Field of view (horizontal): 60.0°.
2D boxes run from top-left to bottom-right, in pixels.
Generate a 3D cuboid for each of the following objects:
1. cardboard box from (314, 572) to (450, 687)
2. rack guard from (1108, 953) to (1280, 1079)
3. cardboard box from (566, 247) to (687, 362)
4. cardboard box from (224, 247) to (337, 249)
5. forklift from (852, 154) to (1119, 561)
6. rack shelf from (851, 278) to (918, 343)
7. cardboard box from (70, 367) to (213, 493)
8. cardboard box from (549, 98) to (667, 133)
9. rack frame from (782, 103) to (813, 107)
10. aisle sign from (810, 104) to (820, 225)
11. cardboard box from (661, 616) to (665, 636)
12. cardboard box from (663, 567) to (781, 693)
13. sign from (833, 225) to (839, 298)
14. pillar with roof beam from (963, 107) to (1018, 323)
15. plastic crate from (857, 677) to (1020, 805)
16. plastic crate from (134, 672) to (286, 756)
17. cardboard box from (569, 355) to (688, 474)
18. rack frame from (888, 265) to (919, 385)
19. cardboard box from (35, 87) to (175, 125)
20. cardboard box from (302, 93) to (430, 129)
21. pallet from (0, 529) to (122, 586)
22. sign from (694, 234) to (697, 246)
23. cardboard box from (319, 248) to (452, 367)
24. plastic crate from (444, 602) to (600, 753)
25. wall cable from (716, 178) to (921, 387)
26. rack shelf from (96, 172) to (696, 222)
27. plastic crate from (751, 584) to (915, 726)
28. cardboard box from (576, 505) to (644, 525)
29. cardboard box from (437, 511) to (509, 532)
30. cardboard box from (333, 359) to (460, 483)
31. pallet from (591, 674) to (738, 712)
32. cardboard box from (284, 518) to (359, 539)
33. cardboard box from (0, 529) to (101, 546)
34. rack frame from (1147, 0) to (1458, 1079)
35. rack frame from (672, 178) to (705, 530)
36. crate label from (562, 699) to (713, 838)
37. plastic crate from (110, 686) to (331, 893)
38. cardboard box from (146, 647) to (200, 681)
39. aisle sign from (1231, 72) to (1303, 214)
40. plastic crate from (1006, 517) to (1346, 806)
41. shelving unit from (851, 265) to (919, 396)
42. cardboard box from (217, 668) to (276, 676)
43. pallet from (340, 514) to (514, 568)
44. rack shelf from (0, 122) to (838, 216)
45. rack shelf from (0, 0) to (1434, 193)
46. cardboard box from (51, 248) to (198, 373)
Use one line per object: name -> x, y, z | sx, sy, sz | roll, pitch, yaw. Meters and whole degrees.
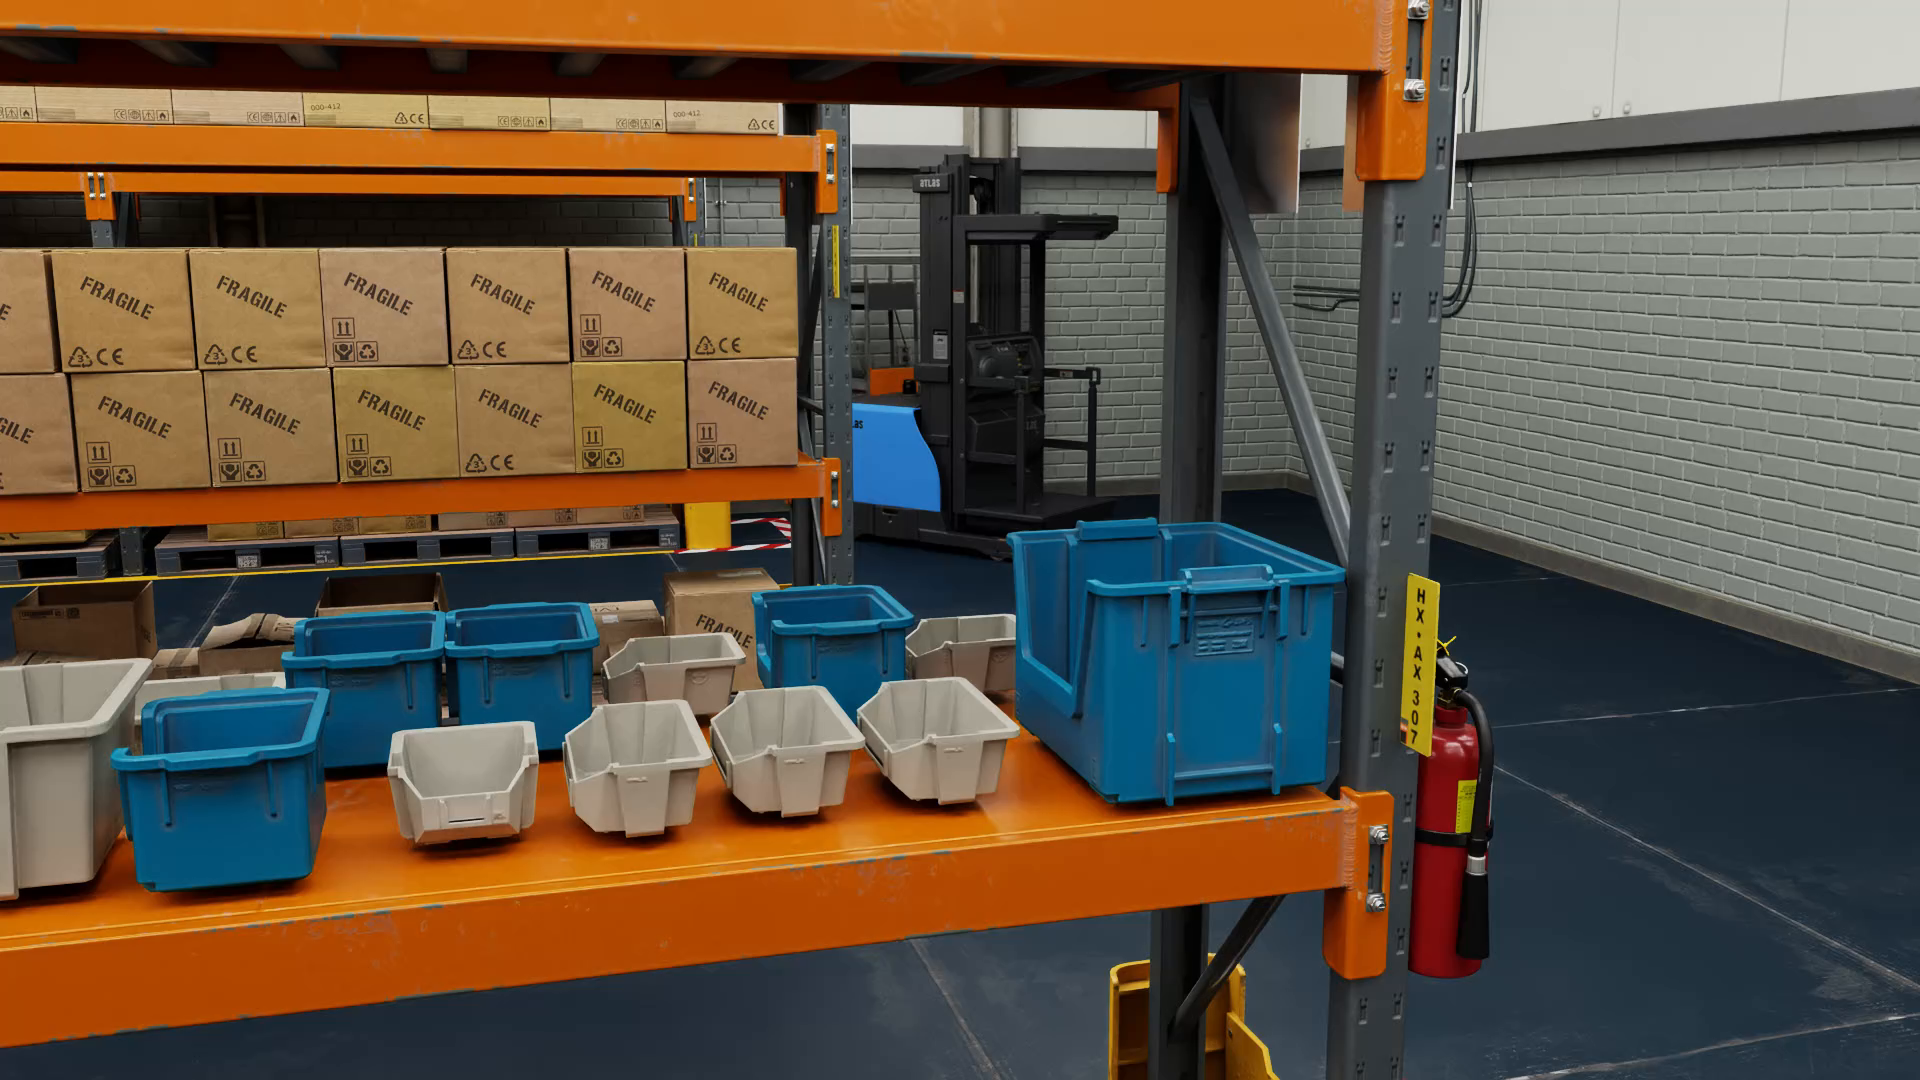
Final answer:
cardboard box -> -2.742, 0.472, 7.880 | 0.637, 0.503, 0.797 | -3, 11, -16
rack guard -> 0.697, 1.441, 3.839 | 0.348, 0.500, 1.175 | -3, 11, -16
cardboard box -> -1.539, -1.091, 7.651 | 0.500, 0.500, 0.500 | -3, 11, -14
cardboard box -> -3.156, -1.107, 7.738 | 0.500, 0.500, 0.500 | -3, 11, -15
forklift -> 0.513, -1.376, 12.423 | 3.031, 2.935, 1.130 | 7, 13, 35
rack shelf -> -0.671, -1.909, 13.791 | 0.480, 0.518, 0.431 | -8, 11, -36
cardboard box -> -3.488, -0.498, 7.190 | 0.500, 0.500, 0.500 | -3, 11, -15
cardboard box -> -1.606, -1.953, 7.497 | 0.500, 0.250, 0.500 | -3, 11, -16
rack frame -> -0.704, -3.597, 7.729 | 0.127, 3.000, 1.000 | -3, 11, -16
aisle sign -> -0.720, -1.979, 8.333 | 0.004, 0.787, 0.394 | -3, 11, -16
cardboard box -> -1.442, 0.505, 8.630 | 0.250, 0.166, 0.380 | -3, 11, -16
cardboard box -> -1.157, 0.437, 8.077 | 0.500, 0.500, 0.500 | -3, 11, -16
sign -> -0.568, -1.274, 7.609 | 0.005, 0.325, 0.100 | -3, 11, -16
pillar with roof beam -> 1.462, -3.996, 9.900 | 0.400, 9.000, 9.100 | -3, 11, -16
plastic crate -> -0.055, 0.388, 3.217 | 0.243, 0.136, 0.396 | -3, 11, -16
plastic crate -> -1.575, 0.377, 3.275 | 0.466, 0.136, 0.293 | -3, 11, -16
cardboard box -> -1.555, -0.599, 7.737 | 0.500, 0.500, 0.500 | -3, 11, -15
rack frame -> -0.463, -1.257, 14.042 | 0.015, 2.100, 0.400 | -8, 11, -36
cardboard box -> -3.527, -1.852, 6.948 | 0.500, 0.250, 0.500 | -3, 11, -16
cardboard box -> -2.567, -1.902, 7.225 | 0.500, 0.250, 0.500 | -3, 11, -16
pallet -> -6.652, 0.119, 11.819 | 1.213, 0.211, 1.003 | -3, 11, -16
sign -> -1.953, -2.098, 12.306 | 0.005, 0.325, 0.100 | -3, 11, -16
cardboard box -> -2.529, -1.038, 7.363 | 0.500, 0.500, 0.500 | -3, 11, -14
plastic crate -> -0.916, 0.290, 3.485 | 0.300, 0.233, 0.416 | -3, 11, -16
wall cable -> -1.127, -2.236, 14.102 | 1.851, 1.984, 0.084 | -3, 11, -16
rack shelf -> -4.012, -2.527, 12.193 | 4.000, 0.370, 1.077 | -3, 11, -16
plastic crate -> -0.284, 0.256, 3.666 | 0.300, 0.233, 0.416 | -3, 11, -16
cardboard box -> -2.736, -0.432, 12.850 | 0.500, 0.500, 0.700 | -3, 11, -16
cardboard box -> -3.699, -0.381, 12.574 | 0.500, 0.500, 0.700 | -3, 11, -18
cardboard box -> -2.519, -0.549, 7.467 | 0.500, 0.500, 0.500 | -3, 11, -17
pallet -> -1.542, 0.770, 8.284 | 1.213, 0.211, 1.003 | -3, 11, -16
cardboard box -> -4.702, -0.327, 12.281 | 0.500, 0.500, 0.700 | -3, 11, -17
cardboard box -> -6.520, -0.399, 11.705 | 0.750, 0.750, 0.750 | -3, 11, -15
rack frame -> 0.678, 0.216, 3.591 | 0.053, 2.616, 0.949 | -3, 11, -16
rack frame -> -2.092, -1.507, 12.949 | 0.127, 3.000, 1.000 | -3, 11, -16
crate label -> -0.598, 0.418, 3.052 | 0.243, 0.136, 0.396 | -3, 11, -16
plastic crate -> -1.223, 0.416, 2.797 | 0.300, 0.233, 0.416 | -3, 11, -16
cardboard box -> -3.733, 0.634, 7.975 | 0.250, 0.149, 0.380 | -3, 11, -16
aisle sign -> 0.663, -1.119, 3.659 | 0.004, 0.787, 0.394 | -3, 11, -16
plastic crate -> 0.408, 0.217, 3.317 | 0.499, 0.435, 0.616 | -3, 11, -16
shelving unit -> -0.660, -1.231, 13.900 | 0.503, 2.100, 0.431 | -8, 11, -36
cardboard box -> -3.253, 0.704, 7.548 | 0.250, 0.166, 0.380 | -3, 11, -16
pallet -> -4.007, -0.021, 12.576 | 1.213, 0.211, 1.003 | -3, 11, -16
rack shelf -> -2.624, -1.666, 7.516 | 4.000, 0.370, 1.077 | -3, 11, -16
rack shelf -> -1.243, -0.805, 2.838 | 4.000, 0.370, 1.077 | -3, 11, -16
cardboard box -> -3.518, -0.986, 7.079 | 0.500, 0.500, 0.500 | -3, 11, -18
